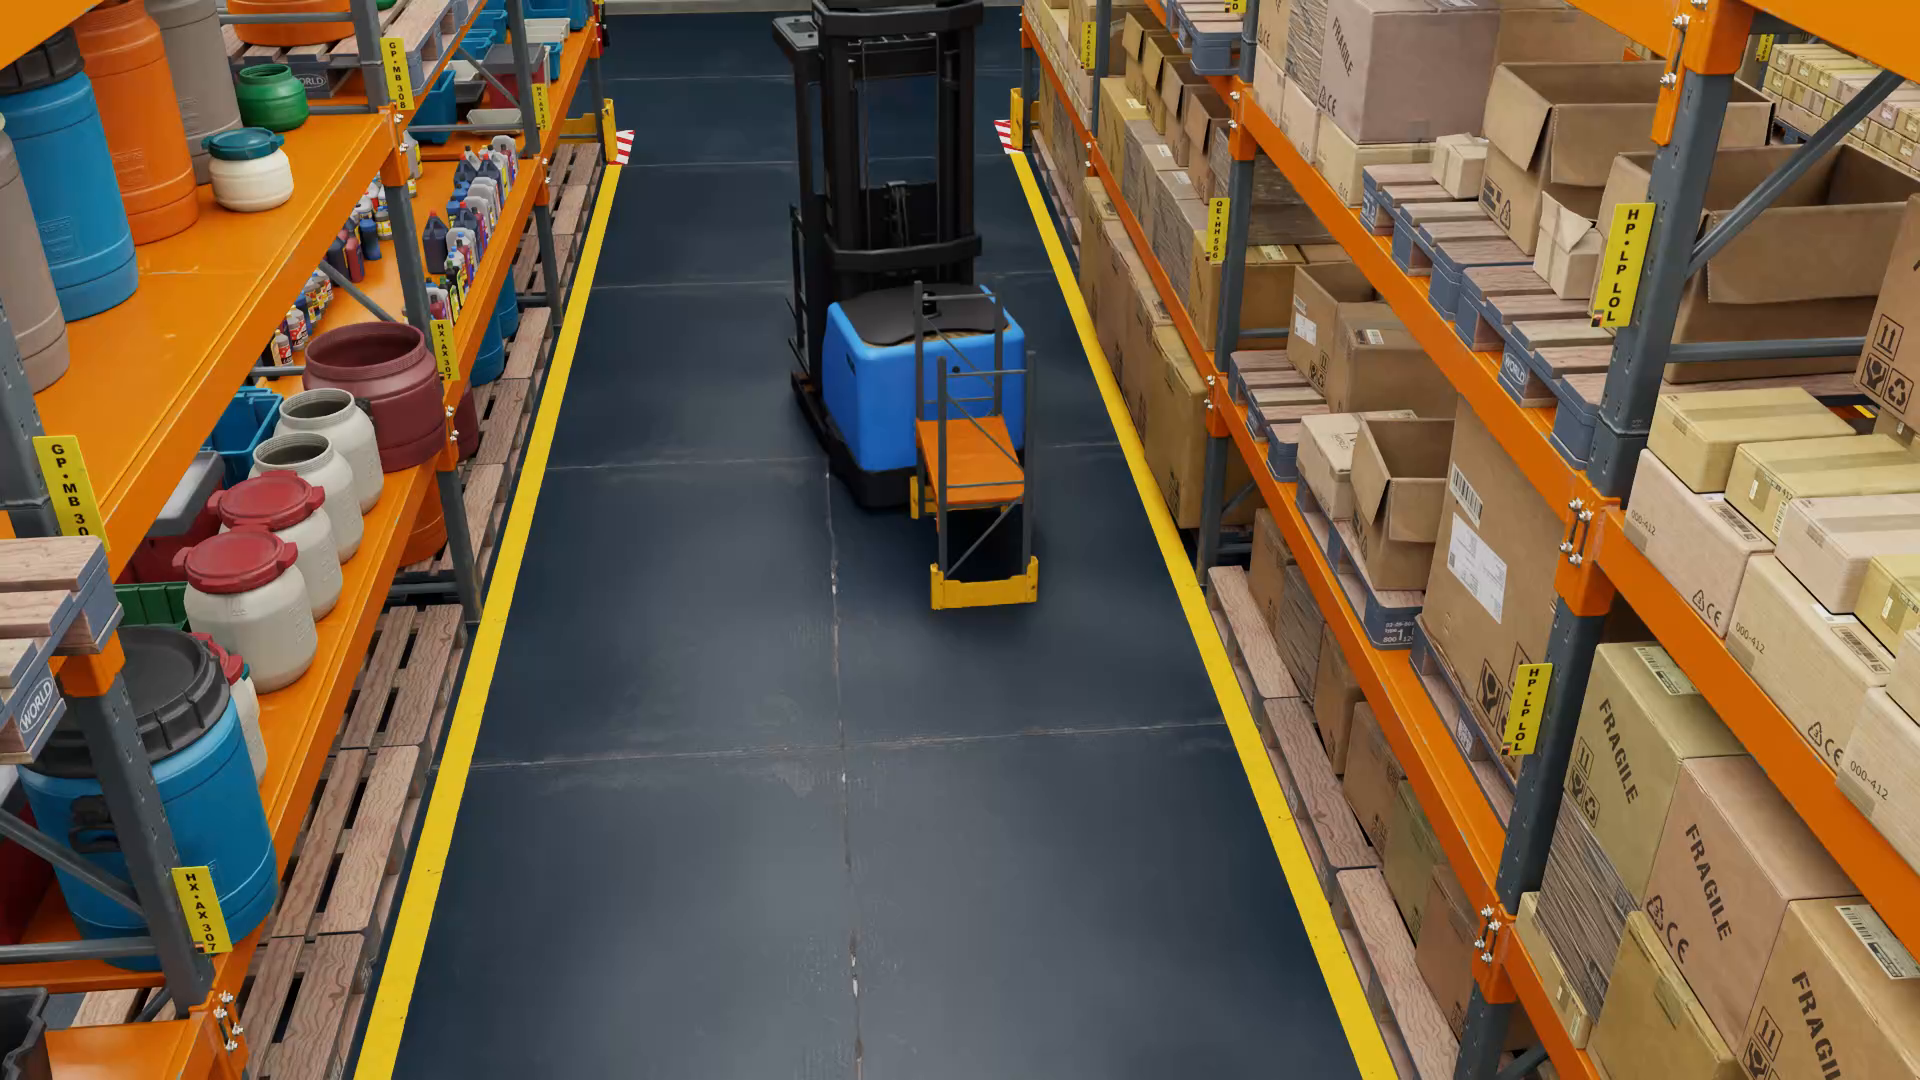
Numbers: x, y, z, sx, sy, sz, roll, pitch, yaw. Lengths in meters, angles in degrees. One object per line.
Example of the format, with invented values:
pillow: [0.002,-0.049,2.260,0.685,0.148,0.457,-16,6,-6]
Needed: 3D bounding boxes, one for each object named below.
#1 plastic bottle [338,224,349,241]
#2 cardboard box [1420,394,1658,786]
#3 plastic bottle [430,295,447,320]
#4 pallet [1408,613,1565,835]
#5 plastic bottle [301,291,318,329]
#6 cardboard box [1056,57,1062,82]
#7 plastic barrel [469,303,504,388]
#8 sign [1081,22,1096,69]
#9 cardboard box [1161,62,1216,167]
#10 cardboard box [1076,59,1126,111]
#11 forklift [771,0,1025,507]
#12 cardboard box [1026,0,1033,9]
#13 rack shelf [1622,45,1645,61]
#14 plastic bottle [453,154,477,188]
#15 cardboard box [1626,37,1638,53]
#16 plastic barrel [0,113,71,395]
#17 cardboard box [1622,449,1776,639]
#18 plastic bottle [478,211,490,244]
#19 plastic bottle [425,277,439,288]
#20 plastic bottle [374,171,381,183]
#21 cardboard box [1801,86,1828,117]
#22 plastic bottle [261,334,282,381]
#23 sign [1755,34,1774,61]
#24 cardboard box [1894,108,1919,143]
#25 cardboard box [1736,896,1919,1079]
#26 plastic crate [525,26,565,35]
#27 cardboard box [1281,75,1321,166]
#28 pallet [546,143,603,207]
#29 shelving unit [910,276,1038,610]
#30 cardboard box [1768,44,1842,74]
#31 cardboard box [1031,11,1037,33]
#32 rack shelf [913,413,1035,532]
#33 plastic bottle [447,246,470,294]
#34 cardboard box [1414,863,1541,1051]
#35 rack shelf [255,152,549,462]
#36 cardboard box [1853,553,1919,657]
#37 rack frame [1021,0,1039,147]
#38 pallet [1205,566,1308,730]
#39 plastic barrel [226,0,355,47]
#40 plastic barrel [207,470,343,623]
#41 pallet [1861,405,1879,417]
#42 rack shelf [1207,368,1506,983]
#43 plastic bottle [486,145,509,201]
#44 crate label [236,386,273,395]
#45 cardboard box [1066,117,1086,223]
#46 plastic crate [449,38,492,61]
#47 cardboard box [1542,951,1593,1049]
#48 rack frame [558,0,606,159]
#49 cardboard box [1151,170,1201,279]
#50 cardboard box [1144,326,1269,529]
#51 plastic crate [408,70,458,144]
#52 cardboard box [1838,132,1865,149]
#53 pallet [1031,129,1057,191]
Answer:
plastic bottle: [-3.636,-1.724,9.824,0.061,0.283,0.133,-3,31,-5]
cardboard box: [2.273,0.116,5.636,1.000,1.000,1.000,-3,31,-4]
plastic bottle: [-2.801,-1.195,8.939,0.061,0.283,0.133,-3,31,-5]
pallet: [2.281,0.652,5.921,1.003,0.211,1.213,-3,31,-5]
plastic bottle: [-3.601,-1.266,9.138,0.097,0.201,0.097,0,31,0]
cardboard box: [0.985,-3.806,13.442,0.380,0.149,0.250,-3,31,-5]
plastic barrel: [-3.371,-1.520,11.007,0.600,0.901,0.708,-3,31,-5]
sign: [0.908,-3.496,11.757,0.100,0.325,0.005,-3,31,-5]
cardboard box: [1.655,-2.598,10.099,0.797,0.503,0.637,-2,31,-3]
cardboard box: [1.158,-3.394,12.364,0.500,0.250,0.500,-3,31,-6]
forklift: [-0.523,-2.198,10.572,1.130,2.935,3.031,-9,32,-15]
cardboard box: [0.863,-4.966,14.994,0.500,0.250,0.500,-4,31,-6]
rack shelf: [6.221,-4.016,14.251,1.077,0.370,4.000,-3,31,-5]
plastic bottle: [-3.185,-2.305,10.731,0.144,0.351,0.185,-3,31,-5]
cardboard box: [5.935,-4.263,14.208,0.380,0.149,0.250,-2,31,-3]
plastic barrel: [-3.048,-0.883,4.888,0.600,0.901,0.600,0,31,0]
cardboard box: [1.995,-0.015,4.071,0.500,0.250,0.500,-4,31,-7]
plastic bottle: [-2.959,-1.921,10.234,0.097,0.201,0.097,0,31,0]
plastic bottle: [-2.903,-1.314,9.149,0.097,0.271,0.097,0,31,0]
plastic bottle: [-3.789,-2.324,10.841,0.097,0.271,0.097,0,31,0]
cardboard box: [6.038,-3.017,11.421,0.380,0.149,0.250,-2,31,-3]
plastic bottle: [-3.560,-0.975,8.570,0.061,0.283,0.133,-3,31,-5]
sign: [5.869,-3.646,12.084,0.100,0.325,0.005,-3,31,-5]
cardboard box: [6.138,-2.611,10.452,0.380,0.149,0.250,-2,31,-3]
cardboard box: [2.091,1.119,3.589,0.500,0.500,0.500,-3,31,-5]
plastic crate: [-3.575,-4.279,14.188,0.396,0.136,0.243,-3,31,-5]
cardboard box: [1.672,-1.785,7.034,0.500,0.250,0.500,-2,31,-3]
pallet: [-3.806,-3.303,15.074,1.003,0.211,1.213,-3,31,-5]
shelving unit: [0.063,-0.553,9.213,0.587,1.500,1.083,-4,31,-7]
cardboard box: [5.987,-3.409,11.787,0.380,0.149,0.250,-1,31,-2]
cardboard box: [0.841,-4.594,14.761,0.380,0.149,0.250,-3,31,-6]
rack shelf: [0.065,-0.394,9.297,0.538,0.185,1.000,-4,31,-7]
plastic bottle: [-2.886,-1.552,9.549,0.097,0.271,0.097,0,31,0]
cardboard box: [2.172,1.536,6.262,0.700,0.500,0.500,-5,31,-8]
rack shelf: [-3.284,-1.551,10.123,1.077,0.370,4.000,-3,31,-5]
cardboard box: [2.094,0.148,3.409,0.380,0.149,0.250,-2,31,-3]
rack frame: [1.087,-5.160,15.464,1.000,3.000,0.127,-3,31,-5]
pallet: [1.906,0.520,8.673,1.003,0.211,1.213,-3,31,-5]
plastic barrel: [-3.147,-2.781,7.727,0.600,0.830,0.708,-3,31,-5]
plastic barrel: [-2.703,0.051,6.607,0.433,0.535,0.433,0,31,0]
pallet: [6.599,-1.085,11.361,1.003,0.211,1.213,-3,31,-5]
rack shelf: [2.021,0.254,7.101,1.077,0.370,4.000,-3,31,-5]
plastic bottle: [-3.059,-2.406,10.901,0.144,0.351,0.185,-3,31,-5]
crate label: [-3.431,-0.534,7.882,0.303,0.233,0.416,-3,31,-5]
cardboard box: [1.394,-3.187,13.822,0.875,0.875,0.875,-3,31,-5]
plastic crate: [-3.998,-3.910,13.475,0.416,0.233,0.300,-3,31,-5]
cardboard box: [1.939,1.327,4.849,0.380,0.149,0.250,-3,31,-5]
rack frame: [-3.845,-4.923,15.067,1.000,3.000,0.127,-3,31,-5]
cardboard box: [1.449,-1.879,9.873,0.500,0.500,0.500,-4,31,-6]
cardboard box: [1.790,-0.697,9.655,1.225,0.875,0.875,-4,31,-7]
plastic crate: [-3.854,-3.122,12.008,0.392,0.384,0.575,-3,31,-5]
cardboard box: [6.085,-2.626,11.057,0.380,0.149,0.250,-4,31,-7]
pallet: [1.239,-3.559,15.502,1.003,0.211,1.213,-3,31,-5]
